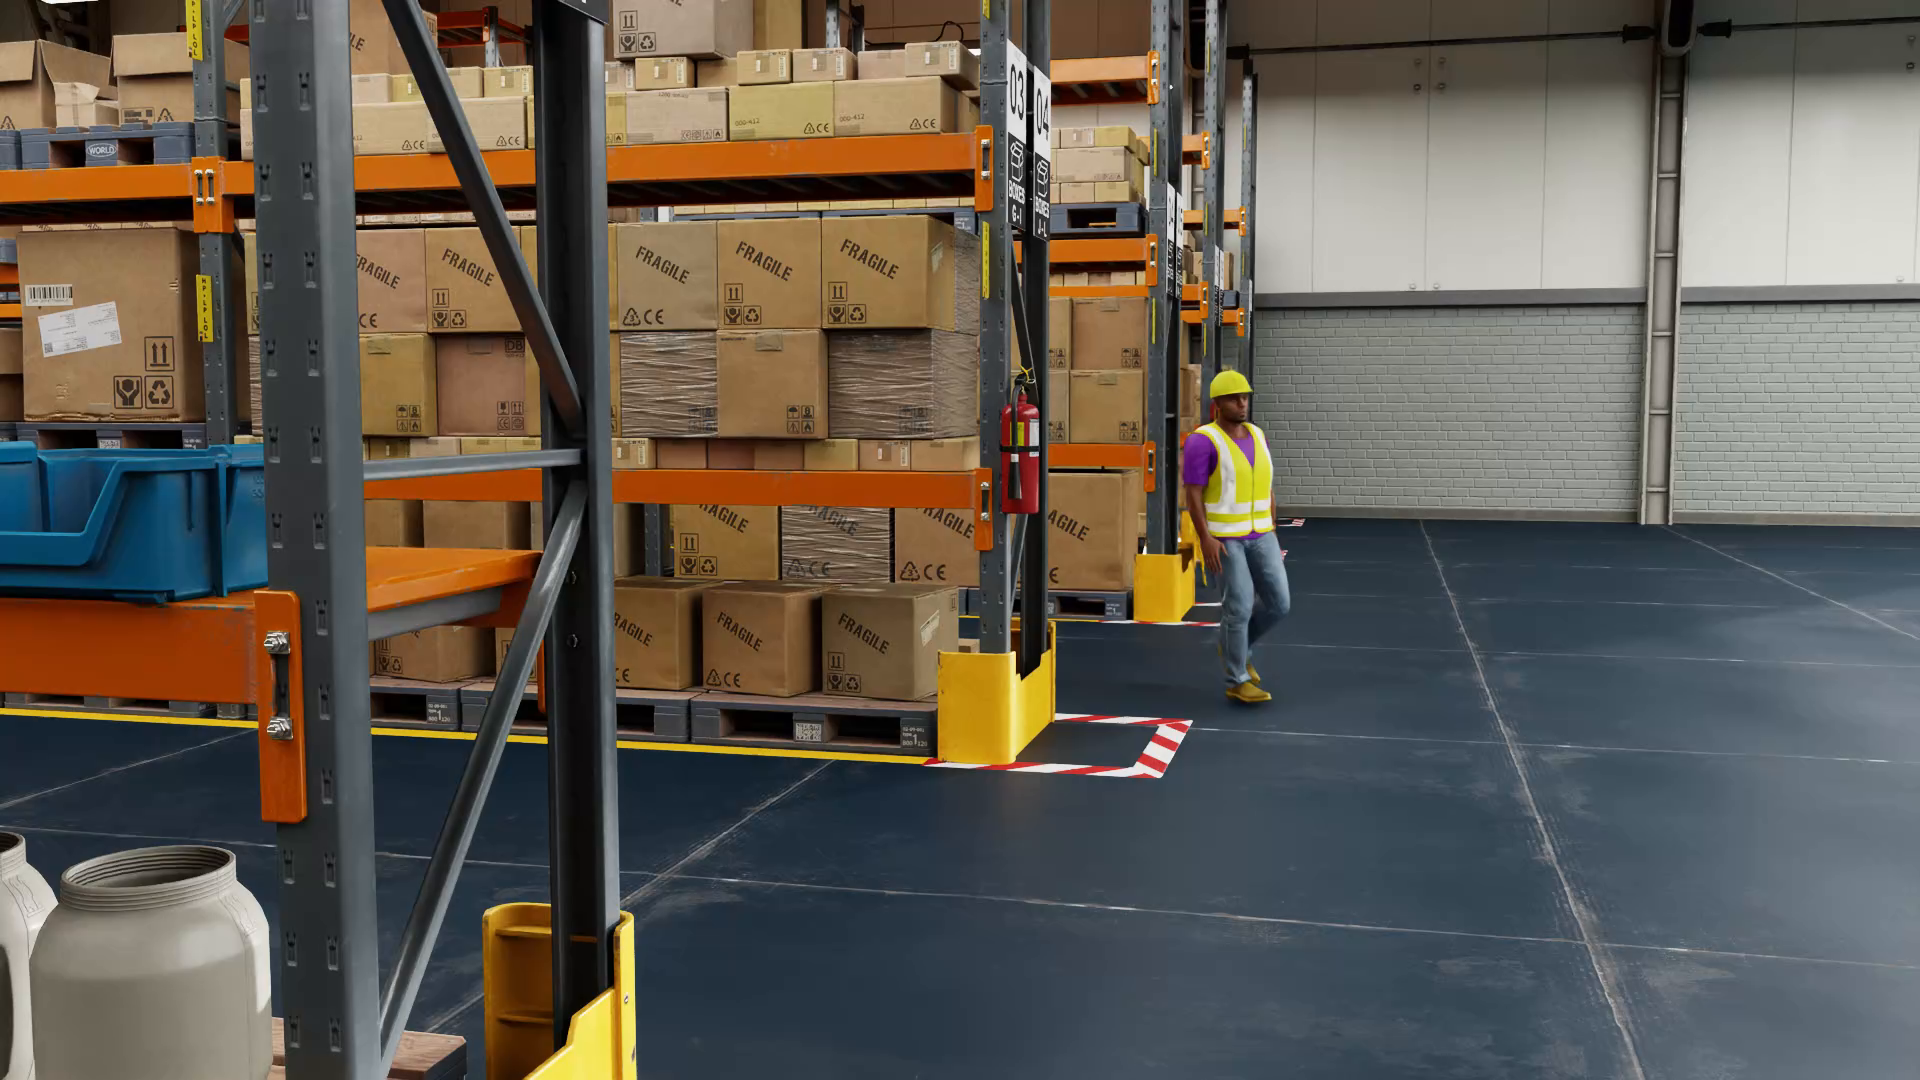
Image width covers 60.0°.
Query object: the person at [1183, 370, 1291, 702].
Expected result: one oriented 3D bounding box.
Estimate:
[{"bbox_3d":[1.447,-0.023,8.883,0.635,1.755,0.503,-3,6,-30],"label":"person"}]
